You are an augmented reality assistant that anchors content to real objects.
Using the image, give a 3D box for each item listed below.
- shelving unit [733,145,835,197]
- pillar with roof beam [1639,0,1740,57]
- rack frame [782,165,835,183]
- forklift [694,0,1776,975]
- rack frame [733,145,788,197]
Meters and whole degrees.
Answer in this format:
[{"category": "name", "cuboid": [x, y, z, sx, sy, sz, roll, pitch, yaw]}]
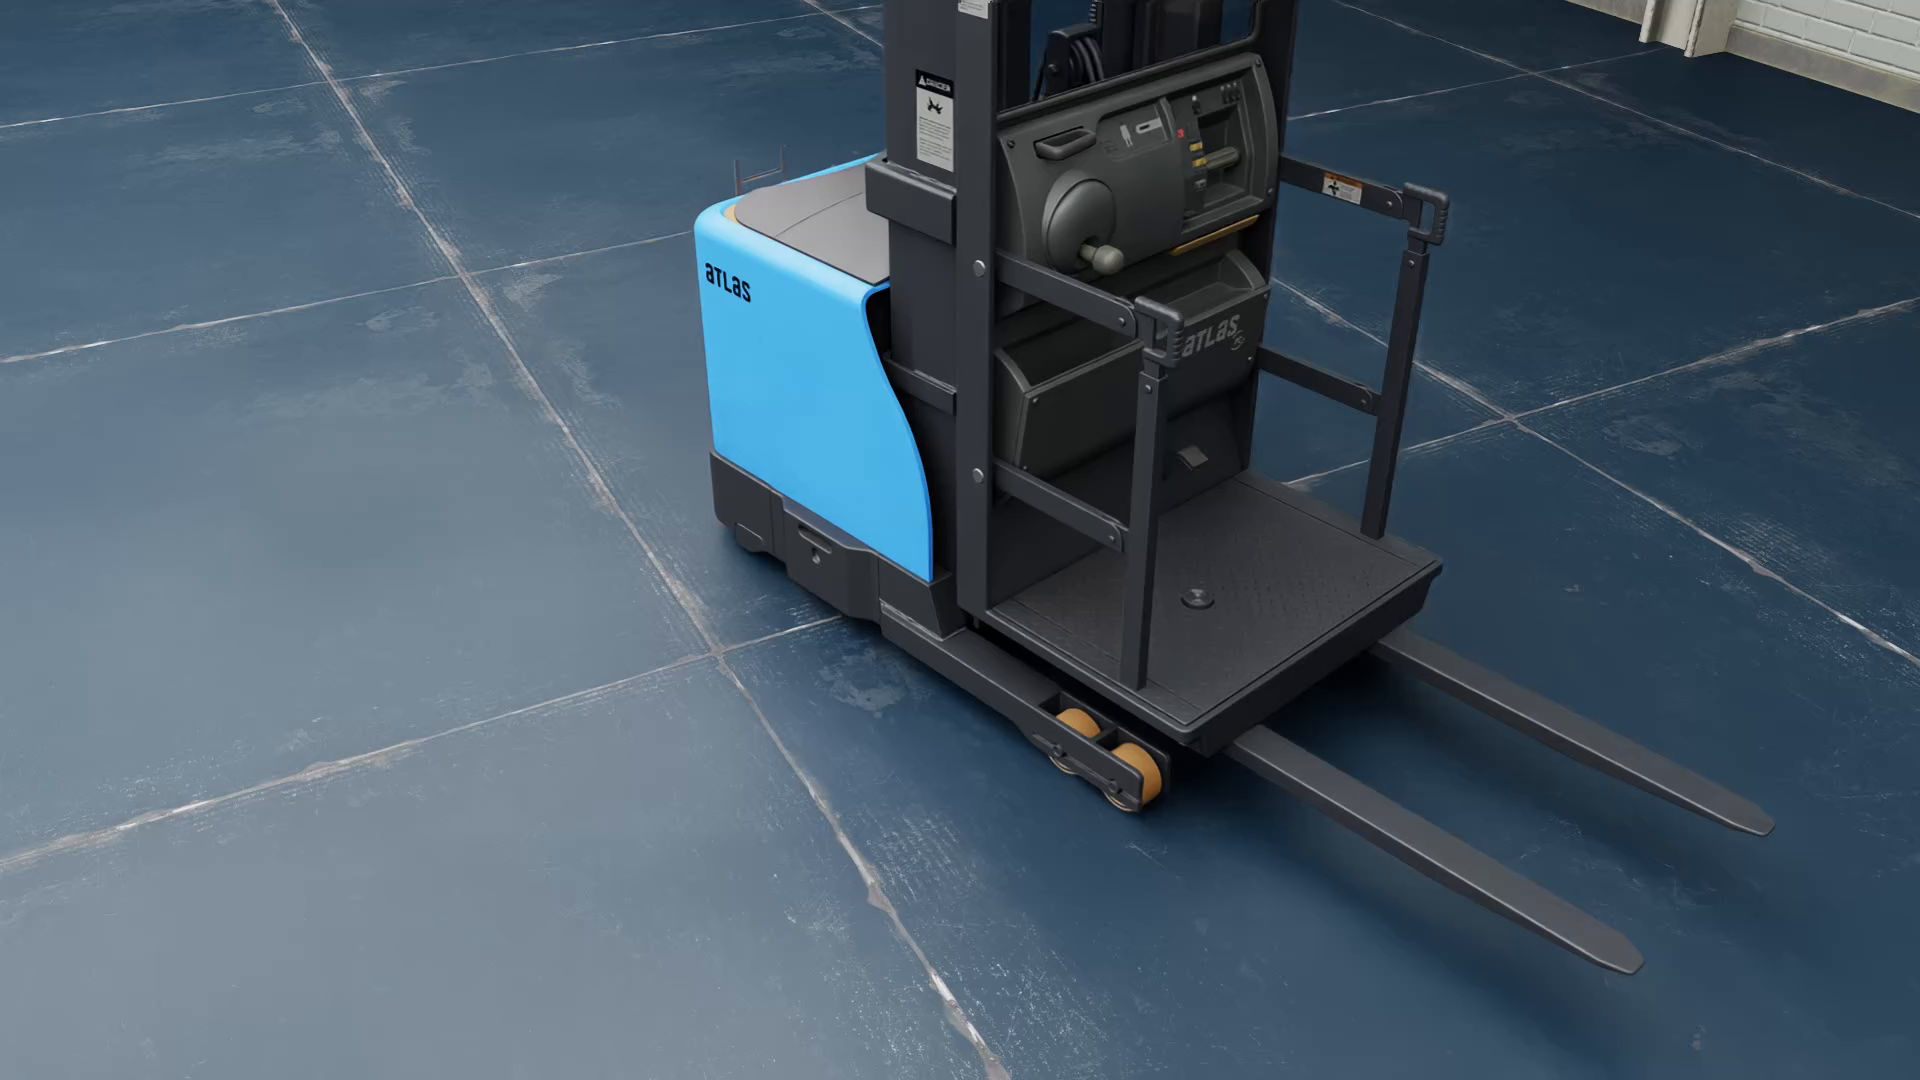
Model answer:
[{"category": "shelving unit", "cuboid": [-0.541, -0.717, 5.397, 0.215, 1.050, 0.252, -27, 41, -35]}, {"category": "pillar with roof beam", "cuboid": [0.453, -5.624, 5.686, 9.100, 9.000, 0.400, -16, 36, -23]}, {"category": "rack frame", "cuboid": [-0.458, -0.669, 5.322, 0.200, 1.050, 0.008, -27, 41, -35]}, {"category": "forklift", "cuboid": [0.598, -0.867, 3.887, 1.130, 2.935, 3.031, -27, 41, -35]}, {"category": "rack frame", "cuboid": [-0.624, -0.765, 5.472, 0.200, 1.050, 0.008, -27, 41, -35]}]
